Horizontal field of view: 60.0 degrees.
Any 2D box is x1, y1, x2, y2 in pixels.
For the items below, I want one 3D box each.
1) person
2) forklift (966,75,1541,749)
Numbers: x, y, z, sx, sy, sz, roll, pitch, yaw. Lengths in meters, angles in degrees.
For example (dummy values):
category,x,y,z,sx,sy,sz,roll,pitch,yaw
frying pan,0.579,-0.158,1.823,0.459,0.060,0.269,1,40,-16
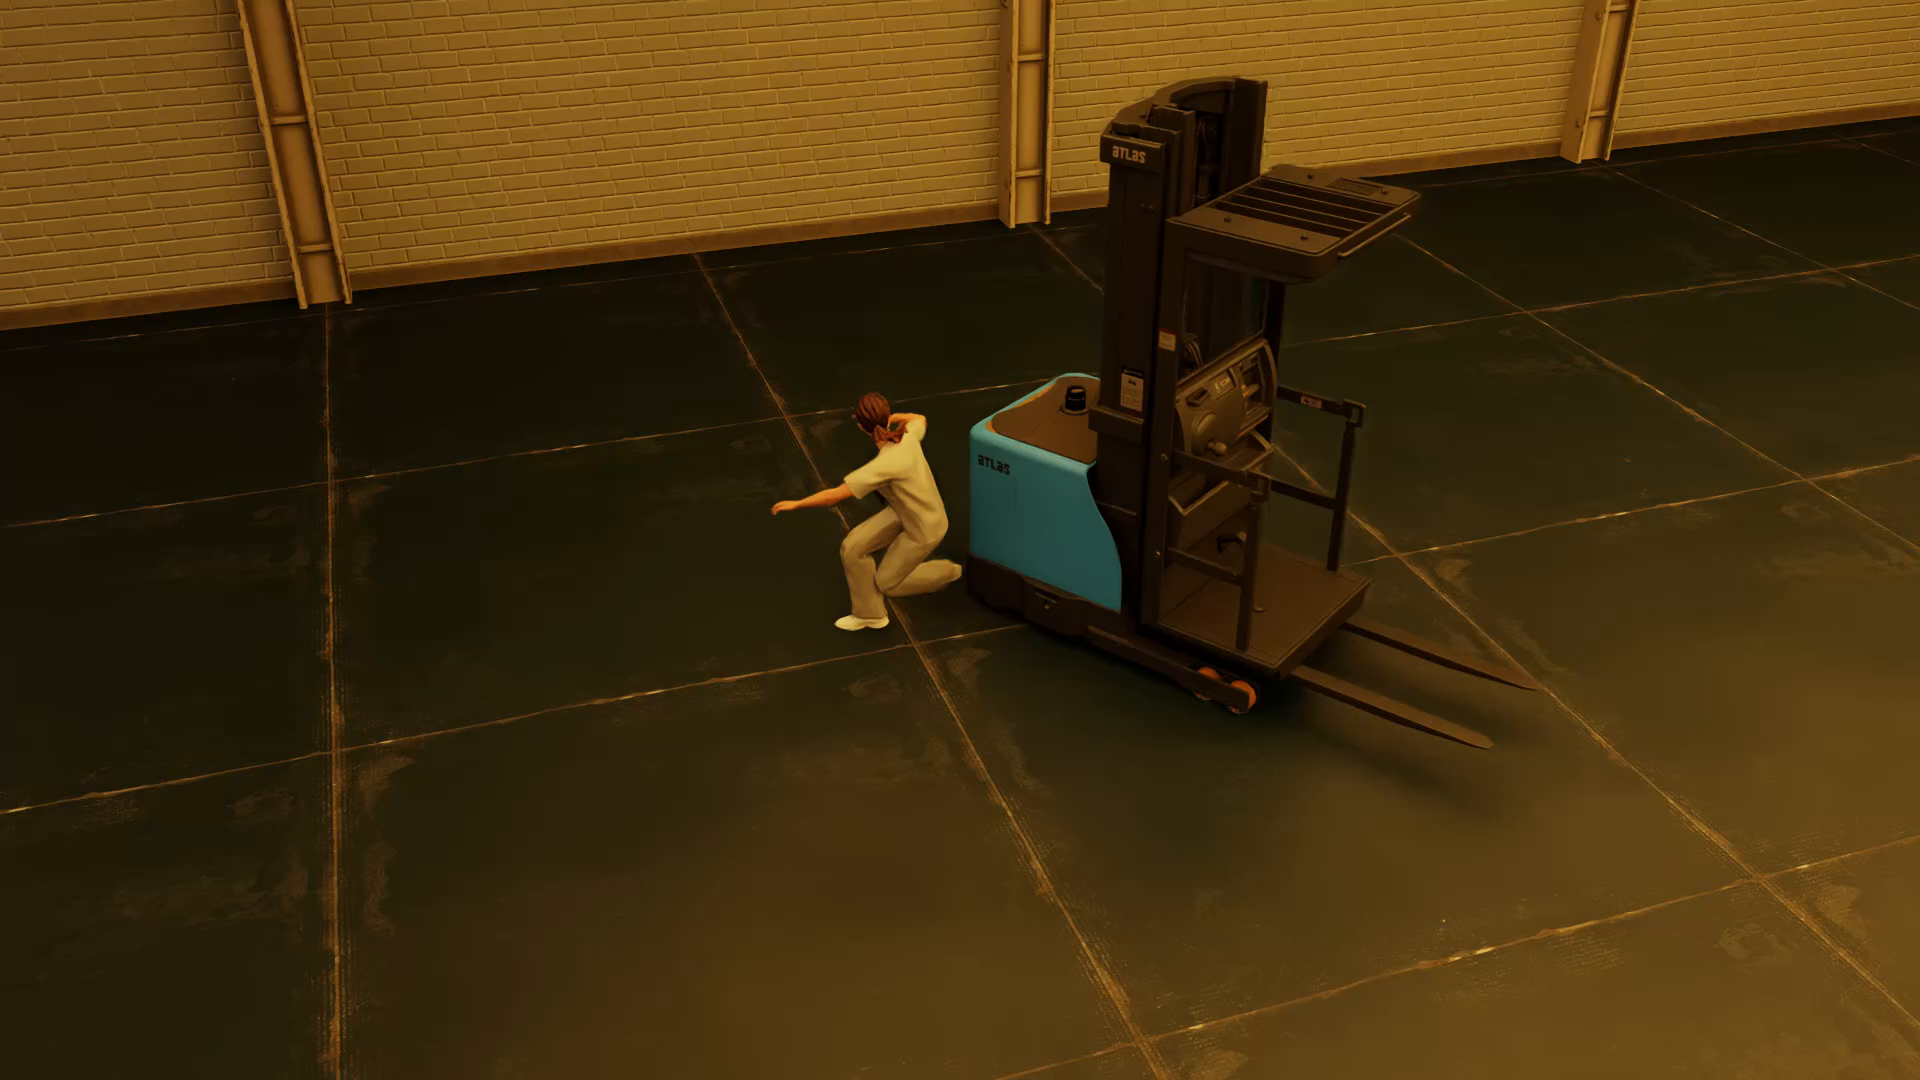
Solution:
category,x,y,z,sx,sy,sz,roll,pitch,yaw
person,-0.497,-0.170,8.954,1.052,1.405,0.734,-5,30,-8
forklift,1.509,-0.685,8.277,3.031,2.935,1.130,21,36,32
